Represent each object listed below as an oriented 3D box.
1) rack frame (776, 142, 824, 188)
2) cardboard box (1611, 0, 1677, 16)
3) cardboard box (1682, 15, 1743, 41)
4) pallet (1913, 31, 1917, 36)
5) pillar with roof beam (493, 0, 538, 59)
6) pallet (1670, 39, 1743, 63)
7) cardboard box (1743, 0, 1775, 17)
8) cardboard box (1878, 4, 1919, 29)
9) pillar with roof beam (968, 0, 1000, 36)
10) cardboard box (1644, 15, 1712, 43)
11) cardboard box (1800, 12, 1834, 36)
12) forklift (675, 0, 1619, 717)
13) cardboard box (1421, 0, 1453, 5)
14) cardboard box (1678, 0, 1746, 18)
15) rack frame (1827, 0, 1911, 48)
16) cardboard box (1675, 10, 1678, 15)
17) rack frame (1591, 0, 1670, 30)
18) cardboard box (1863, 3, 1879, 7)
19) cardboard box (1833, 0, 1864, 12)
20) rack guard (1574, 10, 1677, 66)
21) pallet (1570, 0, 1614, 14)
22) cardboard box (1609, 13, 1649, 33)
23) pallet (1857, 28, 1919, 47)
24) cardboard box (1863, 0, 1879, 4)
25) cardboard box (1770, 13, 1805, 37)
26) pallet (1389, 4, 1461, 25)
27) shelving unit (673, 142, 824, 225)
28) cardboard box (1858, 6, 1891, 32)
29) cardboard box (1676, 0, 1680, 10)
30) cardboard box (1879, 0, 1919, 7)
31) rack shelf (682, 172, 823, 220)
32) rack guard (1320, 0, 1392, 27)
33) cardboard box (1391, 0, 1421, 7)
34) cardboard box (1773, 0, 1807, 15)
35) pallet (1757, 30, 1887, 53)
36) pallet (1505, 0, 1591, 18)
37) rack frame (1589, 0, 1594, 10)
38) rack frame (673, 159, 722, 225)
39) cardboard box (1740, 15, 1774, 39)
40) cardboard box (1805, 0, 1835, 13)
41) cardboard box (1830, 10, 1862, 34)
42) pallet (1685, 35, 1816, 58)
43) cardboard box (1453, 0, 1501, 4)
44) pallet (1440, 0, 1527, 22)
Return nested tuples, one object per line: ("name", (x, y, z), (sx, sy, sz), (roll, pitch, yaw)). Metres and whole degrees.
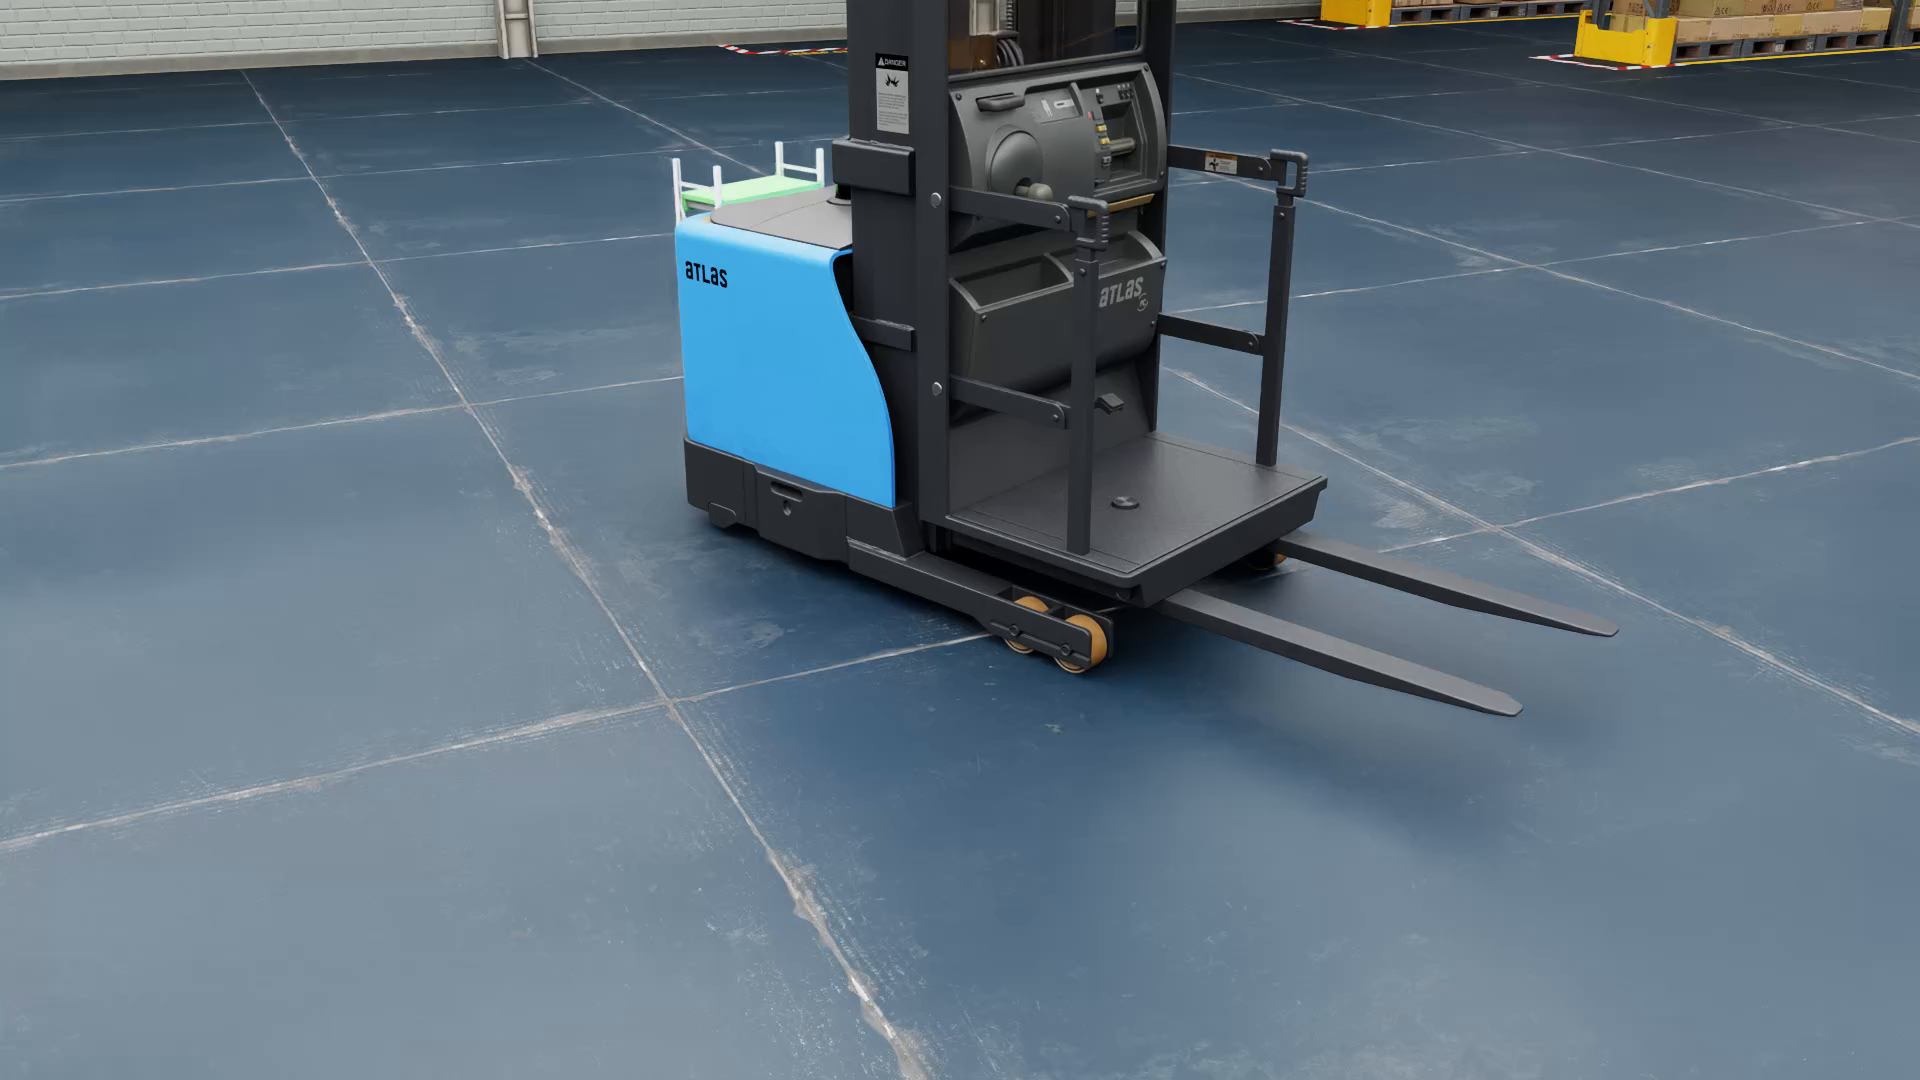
("rack frame", (-0.592, -0.896, 6.346), (0.240, 1.200, 0.015), (19, 29, 38))
("cardboard box", (7.930, -6.338, 19.206), (0.500, 0.500, 0.500), (-10, 25, -24))
("cardboard box", (8.605, -5.897, 19.120), (0.500, 0.250, 0.500), (-10, 25, -24))
("pallet", (12.928, -6.592, 21.398), (1.213, 0.211, 1.003), (-10, 25, -24))
("pillar with roof beam", (-3.266, -8.295, 14.025), (0.400, 9.000, 9.100), (-10, 25, -24))
("pallet", (8.247, -5.730, 19.316), (1.213, 0.211, 1.003), (-10, 25, -24))
("cardboard box", (9.050, -6.330, 19.186), (0.500, 0.500, 0.500), (-10, 25, -24))
("cardboard box", (11.651, -6.446, 20.445), (0.500, 0.250, 0.500), (-11, 25, -25))
("pillar with roof beam", (2.140, -9.291, 16.429), (0.400, 9.000, 9.100), (-10, 25, -24))
("cardboard box", (8.156, -5.813, 18.917), (0.500, 0.250, 0.500), (-10, 25, -24))
("cardboard box", (9.958, -6.144, 19.717), (0.500, 0.250, 0.500), (-10, 25, -24))
("forklift", (0.467, -1.195, 4.804), (3.031, 2.935, 1.130), (19, 29, 38))
("cardboard box", (6.600, -7.723, 23.425), (0.500, 0.311, 0.500), (-8, 24, -19))
("cardboard box", (8.605, -6.243, 18.975), (0.500, 0.500, 0.500), (-10, 25, -24))
("rack frame", (11.180, -7.540, 20.044), (0.127, 3.000, 1.000), (-10, 25, -24))
("cardboard box", (8.376, -6.078, 19.558), (0.500, 0.250, 0.500), (-10, 25, -24))
("rack frame", (7.576, -6.877, 18.441), (0.127, 3.000, 1.000), (-10, 25, -24))
("cardboard box", (11.428, -6.633, 20.897), (0.500, 0.250, 0.500), (-11, 25, -24))
("cardboard box", (10.401, -6.579, 19.788), (0.500, 0.500, 0.500), (-10, 25, -24))
("rack guard", (7.554, -5.718, 18.910), (0.348, 0.500, 1.175), (-10, 25, -24))
("pallet", (9.729, -8.088, 25.014), (1.213, 0.211, 1.003), (-10, 25, -24))
("cardboard box", (7.931, -5.991, 19.348), (0.500, 0.250, 0.500), (-10, 25, -24))
("pallet", (11.827, -6.388, 20.905), (1.213, 0.211, 1.003), (-10, 25, -24))
("cardboard box", (11.421, -6.889, 20.784), (0.500, 0.311, 0.500), (-10, 25, -24))
("cardboard box", (9.508, -6.061, 19.516), (0.500, 0.250, 0.500), (-10, 25, -24))
("pallet", (6.240, -7.430, 23.424), (1.213, 0.211, 1.003), (-10, 25, -24))
("shelving unit", (-0.755, -0.827, 6.178), (0.258, 1.200, 0.503), (19, 29, 38))
("cardboard box", (10.857, -6.312, 20.122), (0.500, 0.250, 0.500), (-10, 25, -24))
("cardboard box", (8.825, -6.509, 19.619), (0.500, 0.500, 0.500), (-10, 25, -24))
("cardboard box", (11.661, -6.706, 20.341), (0.500, 0.311, 0.500), (-10, 25, -23))
("rack shelf", (-0.755, -1.211, 6.019), (0.258, 0.148, 0.480), (19, 29, 38))
("rack guard", (5.493, -7.441, 23.073), (0.348, 0.500, 1.175), (-10, 25, -24))
("cardboard box", (6.087, -7.628, 23.197), (0.500, 0.311, 0.500), (-14, 26, -30))
("cardboard box", (9.508, -6.407, 19.372), (0.500, 0.500, 0.500), (-10, 25, -24))
("pallet", (10.445, -6.135, 20.294), (1.213, 0.211, 1.003), (-10, 25, -24))
("pallet", (8.439, -7.835, 24.402), (1.213, 0.211, 1.003), (-10, 25, -24))
("rack frame", (9.028, -9.247, 24.167), (0.127, 3.000, 1.000), (-10, 25, -24))
("rack frame", (-0.917, -0.757, 6.010), (0.240, 1.200, 0.015), (19, 29, 38))
("cardboard box", (9.055, -5.980, 19.320), (0.500, 0.250, 0.500), (-10, 25, -24))
("cardboard box", (9.953, -6.495, 19.585), (0.500, 0.500, 0.500), (-10, 25, -24))
("cardboard box", (10.402, -6.232, 19.930), (0.500, 0.250, 0.500), (-10, 25, -24))
("pallet", (9.345, -5.931, 19.801), (1.213, 0.211, 1.003), (-10, 25, -24))
("cardboard box", (7.283, -7.915, 23.641), (0.500, 0.500, 0.700), (-12, 25, -27))
("pallet", (7.338, -7.631, 23.909), (1.213, 0.211, 1.003), (-10, 25, -24))
